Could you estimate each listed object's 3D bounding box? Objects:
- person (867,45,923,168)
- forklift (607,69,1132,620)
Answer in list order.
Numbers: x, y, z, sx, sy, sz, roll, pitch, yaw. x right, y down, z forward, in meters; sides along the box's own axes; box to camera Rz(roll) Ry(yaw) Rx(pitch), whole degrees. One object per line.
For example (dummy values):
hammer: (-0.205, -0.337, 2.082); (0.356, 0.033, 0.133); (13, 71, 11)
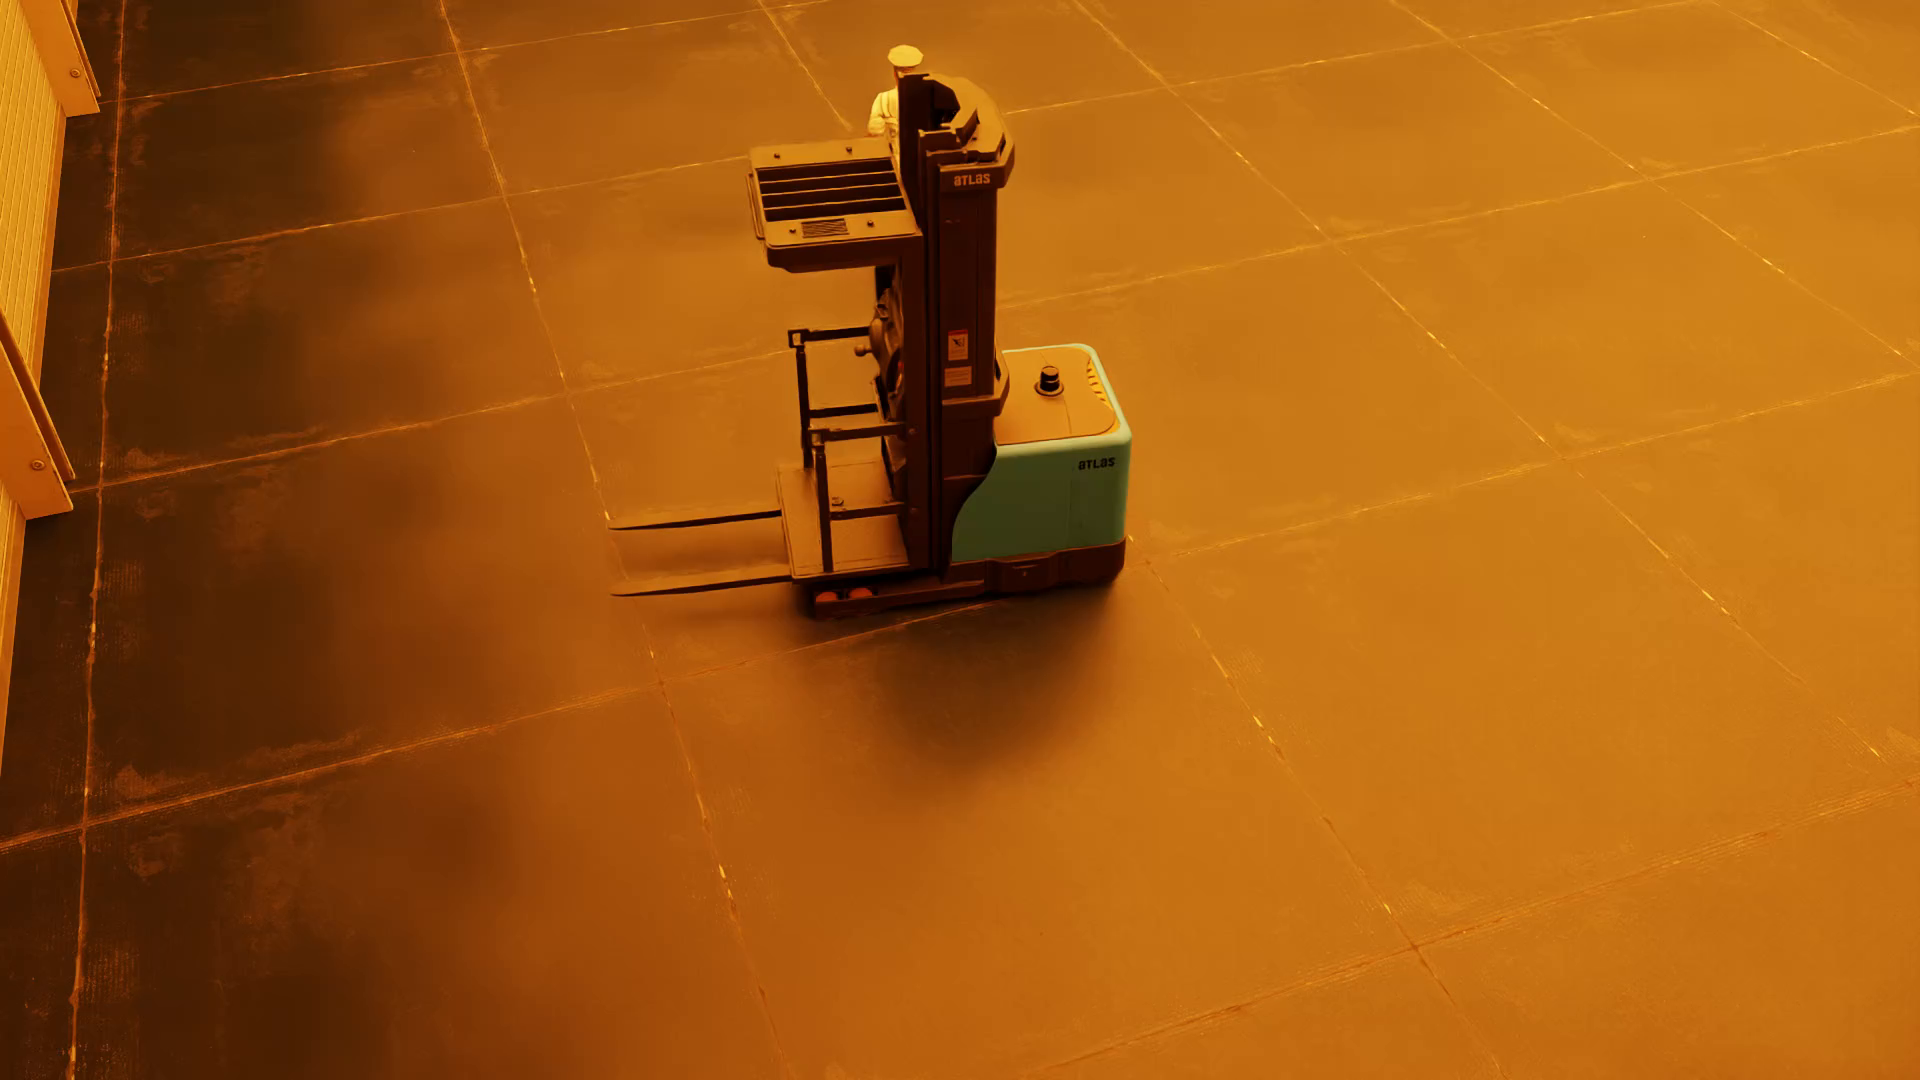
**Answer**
person: (-0.379, -2.748, 12.233); (0.631, 1.791, 0.542); (-3, 40, -3)
forklift: (-0.584, -1.024, 9.216); (3.031, 2.935, 1.130); (-7, 40, -8)
